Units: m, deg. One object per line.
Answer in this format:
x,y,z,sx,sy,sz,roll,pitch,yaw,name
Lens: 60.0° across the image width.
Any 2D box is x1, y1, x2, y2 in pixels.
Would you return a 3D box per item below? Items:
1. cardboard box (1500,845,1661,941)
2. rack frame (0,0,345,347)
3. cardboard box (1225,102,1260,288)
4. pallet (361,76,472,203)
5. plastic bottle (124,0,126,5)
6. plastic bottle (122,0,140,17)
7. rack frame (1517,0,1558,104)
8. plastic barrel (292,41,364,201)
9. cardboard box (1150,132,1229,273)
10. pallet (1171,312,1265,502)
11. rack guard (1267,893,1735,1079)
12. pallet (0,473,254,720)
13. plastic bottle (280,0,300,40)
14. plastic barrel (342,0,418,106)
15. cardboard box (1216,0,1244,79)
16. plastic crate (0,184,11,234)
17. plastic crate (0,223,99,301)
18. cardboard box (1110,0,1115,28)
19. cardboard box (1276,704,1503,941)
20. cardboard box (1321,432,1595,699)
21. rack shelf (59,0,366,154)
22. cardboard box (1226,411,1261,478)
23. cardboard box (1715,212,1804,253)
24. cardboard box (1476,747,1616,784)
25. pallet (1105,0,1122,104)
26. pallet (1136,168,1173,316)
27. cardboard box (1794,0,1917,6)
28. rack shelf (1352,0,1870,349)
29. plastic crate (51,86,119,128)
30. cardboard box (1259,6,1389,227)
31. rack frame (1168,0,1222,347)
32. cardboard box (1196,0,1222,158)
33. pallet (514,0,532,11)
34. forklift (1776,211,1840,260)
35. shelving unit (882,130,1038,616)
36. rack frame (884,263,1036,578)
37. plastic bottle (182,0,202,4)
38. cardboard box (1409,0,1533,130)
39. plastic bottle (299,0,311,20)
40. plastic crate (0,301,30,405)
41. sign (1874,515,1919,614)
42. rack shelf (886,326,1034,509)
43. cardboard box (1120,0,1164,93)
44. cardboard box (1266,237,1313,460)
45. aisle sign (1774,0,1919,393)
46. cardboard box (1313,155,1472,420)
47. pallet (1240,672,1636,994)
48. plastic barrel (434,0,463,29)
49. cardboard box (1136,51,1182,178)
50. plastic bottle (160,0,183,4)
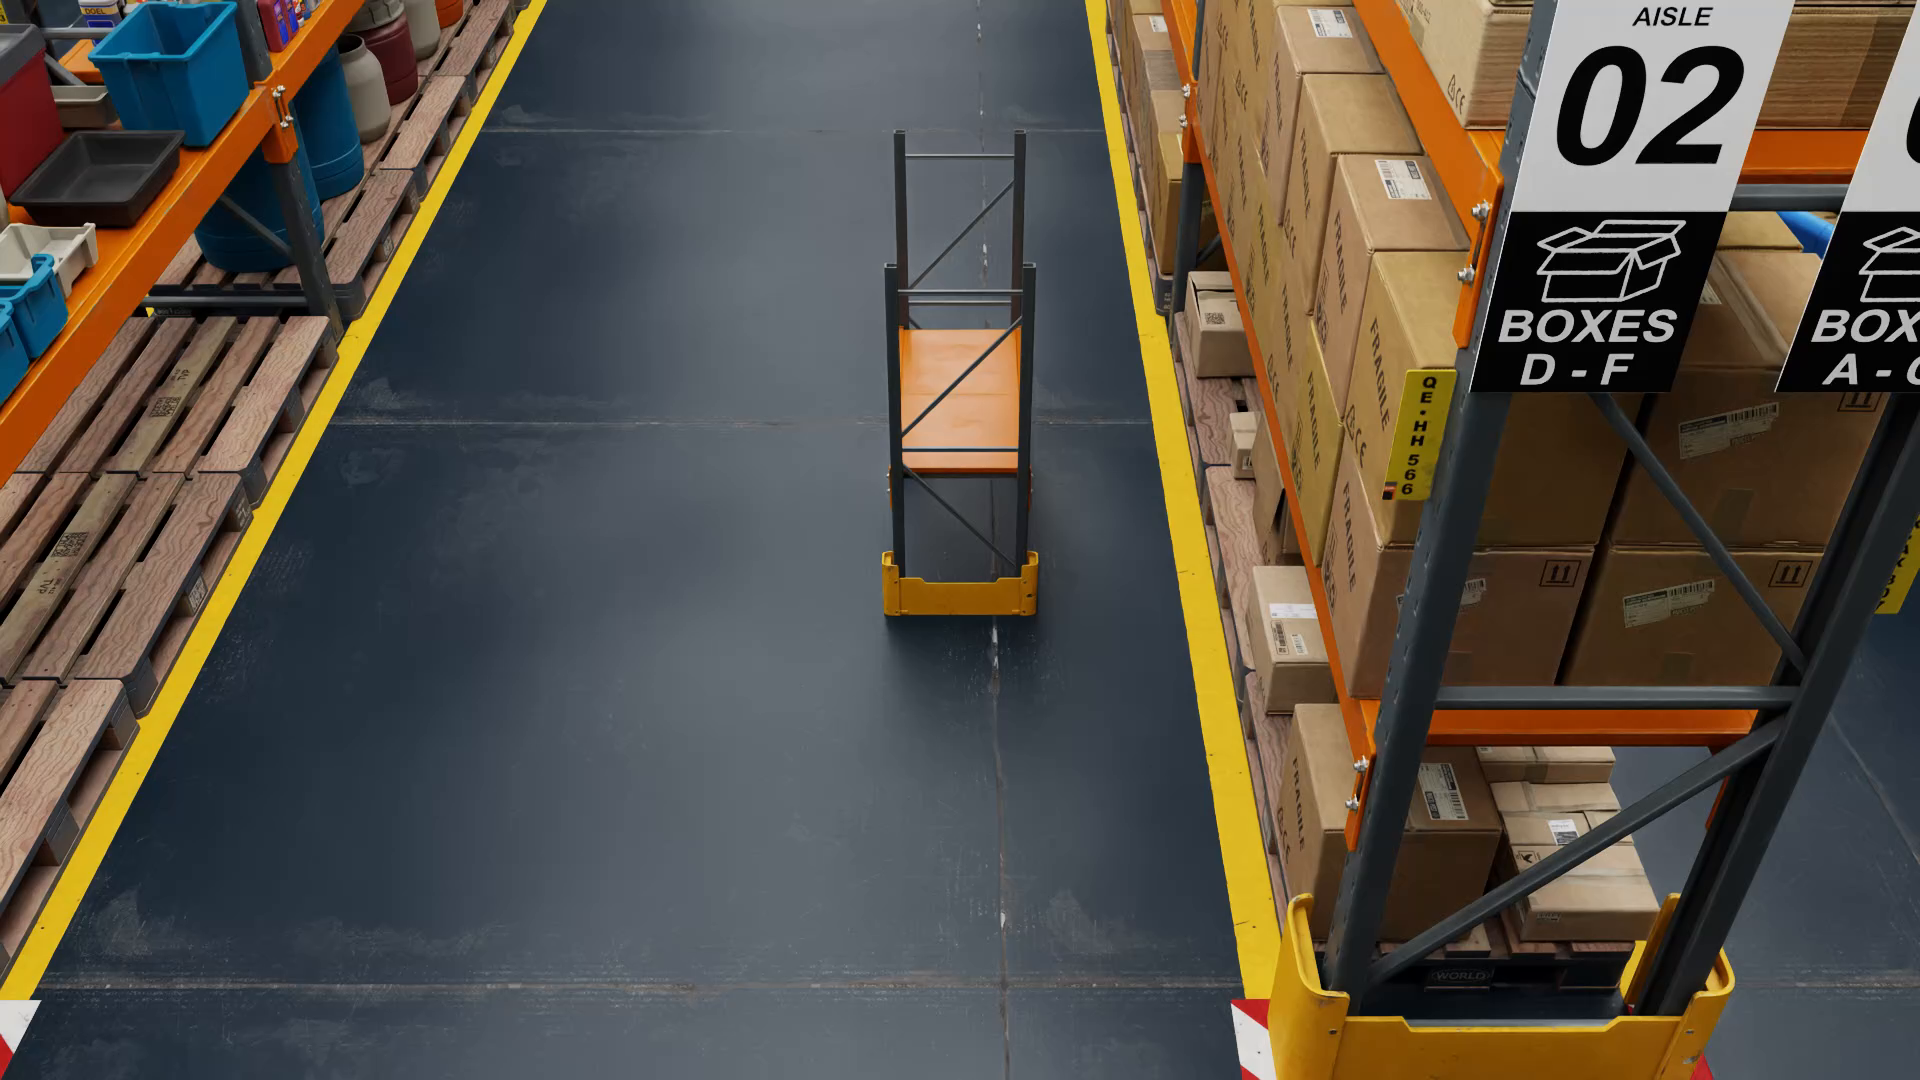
1.846,1.053,4.965,0.380,0.149,0.250,0,39,0,cardboard box
-3.456,-2.126,7.004,1.000,3.000,0.127,0,39,0,rack frame
1.228,-1.214,5.787,0.500,0.500,0.500,0,39,0,cardboard box
-3.419,-2.285,9.433,1.003,0.211,1.213,0,39,0,pallet
-3.825,-2.471,7.528,0.061,0.283,0.133,0,39,0,plastic bottle
-3.655,-2.306,7.388,0.097,0.201,0.097,0,39,0,plastic bottle
1.502,-1.967,2.008,1.000,3.000,0.127,0,39,0,rack frame
-3.440,-2.254,8.506,0.600,0.901,0.708,0,39,0,plastic barrel
1.211,-1.632,8.035,0.500,0.500,0.500,0,39,0,cardboard box
1.498,-0.609,7.342,1.003,0.211,1.213,0,39,0,pallet
1.502,1.302,4.725,1.175,0.500,0.348,0,39,0,rack guard
-3.412,0.187,6.348,1.003,0.211,1.213,0,39,0,pallet
-3.030,-2.393,7.431,0.061,0.283,0.133,0,39,0,plastic bottle
-3.441,-2.838,9.485,0.600,0.588,0.708,0,39,0,plastic barrel
1.218,-1.939,5.891,0.500,0.500,0.500,-1,39,-1,cardboard box
-3.638,-1.148,5.831,0.437,0.282,0.530,0,39,0,plastic crate
-3.153,-0.958,5.709,0.293,0.136,0.466,0,39,0,plastic crate
1.208,-3.540,10.416,0.500,0.500,0.500,2,39,2,cardboard box
1.255,0.838,4.953,0.500,0.500,0.500,0,39,0,cardboard box
1.230,0.055,4.202,0.500,0.500,0.500,1,39,1,cardboard box
-3.458,-3.096,8.790,1.077,0.370,4.000,0,39,0,rack shelf
1.293,-0.390,6.751,0.380,0.166,0.250,0,39,0,cardboard box
1.757,-0.660,4.295,0.500,0.500,0.500,0,39,0,cardboard box
1.785,0.623,5.421,0.500,0.250,0.500,0,39,0,cardboard box
1.456,-3.073,10.417,1.003,0.211,1.213,0,39,0,pallet
1.459,-1.548,8.512,1.003,0.211,1.213,0,39,0,pallet
1.762,-1.254,3.238,0.500,0.250,0.500,0,39,0,cardboard box
1.500,-1.766,4.732,1.077,0.370,4.000,0,39,0,rack shelf
-3.598,-1.755,6.705,0.396,0.136,0.243,0,39,0,plastic crate
1.220,-1.294,5.087,0.500,0.500,0.500,1,39,1,cardboard box
1.498,-2.127,7.006,1.000,3.000,0.127,0,39,0,rack frame
1.226,-1.847,6.576,0.500,0.500,0.500,1,39,1,cardboard box
-3.422,-4.024,11.602,1.003,0.211,1.213,0,39,0,pallet
4.727,-1.995,6.895,3.031,2.935,1.130,-19,42,-22,forklift
0.000,-0.633,6.340,0.587,1.500,1.083,0,39,0,shelving unit
0.000,-0.321,5.951,0.500,1.500,0.032,0,39,0,rack frame
-3.640,-2.681,7.737,0.144,0.351,0.185,0,39,0,plastic bottle
1.238,-1.059,3.394,0.500,0.250,0.500,0,39,0,cardboard box
-3.048,-2.522,7.601,0.097,0.271,0.097,0,39,0,plastic bottle
-3.124,-0.561,5.137,0.416,0.233,0.300,0,39,0,plastic crate
2.045,0.036,3.614,0.100,0.325,0.005,0,39,0,sign
0.000,-0.498,6.460,0.538,0.185,1.000,0,39,0,rack shelf
1.210,-2.899,9.616,0.500,0.500,0.500,-1,39,-1,cardboard box
1.230,-0.581,4.997,0.500,0.500,0.500,0,39,0,cardboard box
1.796,-0.598,3.018,0.394,0.787,0.004,0,39,0,aisle sign
1.225,-0.649,4.282,0.500,0.500,0.500,1,39,1,cardboard box
1.500,0.916,5.438,1.003,0.211,1.213,0,39,0,pallet
-3.443,-3.638,10.291,0.600,0.830,0.708,0,39,0,plastic barrel
1.218,-2.255,8.812,0.500,0.500,0.500,0,39,1,cardboard box
-3.655,-2.535,7.673,0.097,0.201,0.097,0,39,0,plastic bottle
